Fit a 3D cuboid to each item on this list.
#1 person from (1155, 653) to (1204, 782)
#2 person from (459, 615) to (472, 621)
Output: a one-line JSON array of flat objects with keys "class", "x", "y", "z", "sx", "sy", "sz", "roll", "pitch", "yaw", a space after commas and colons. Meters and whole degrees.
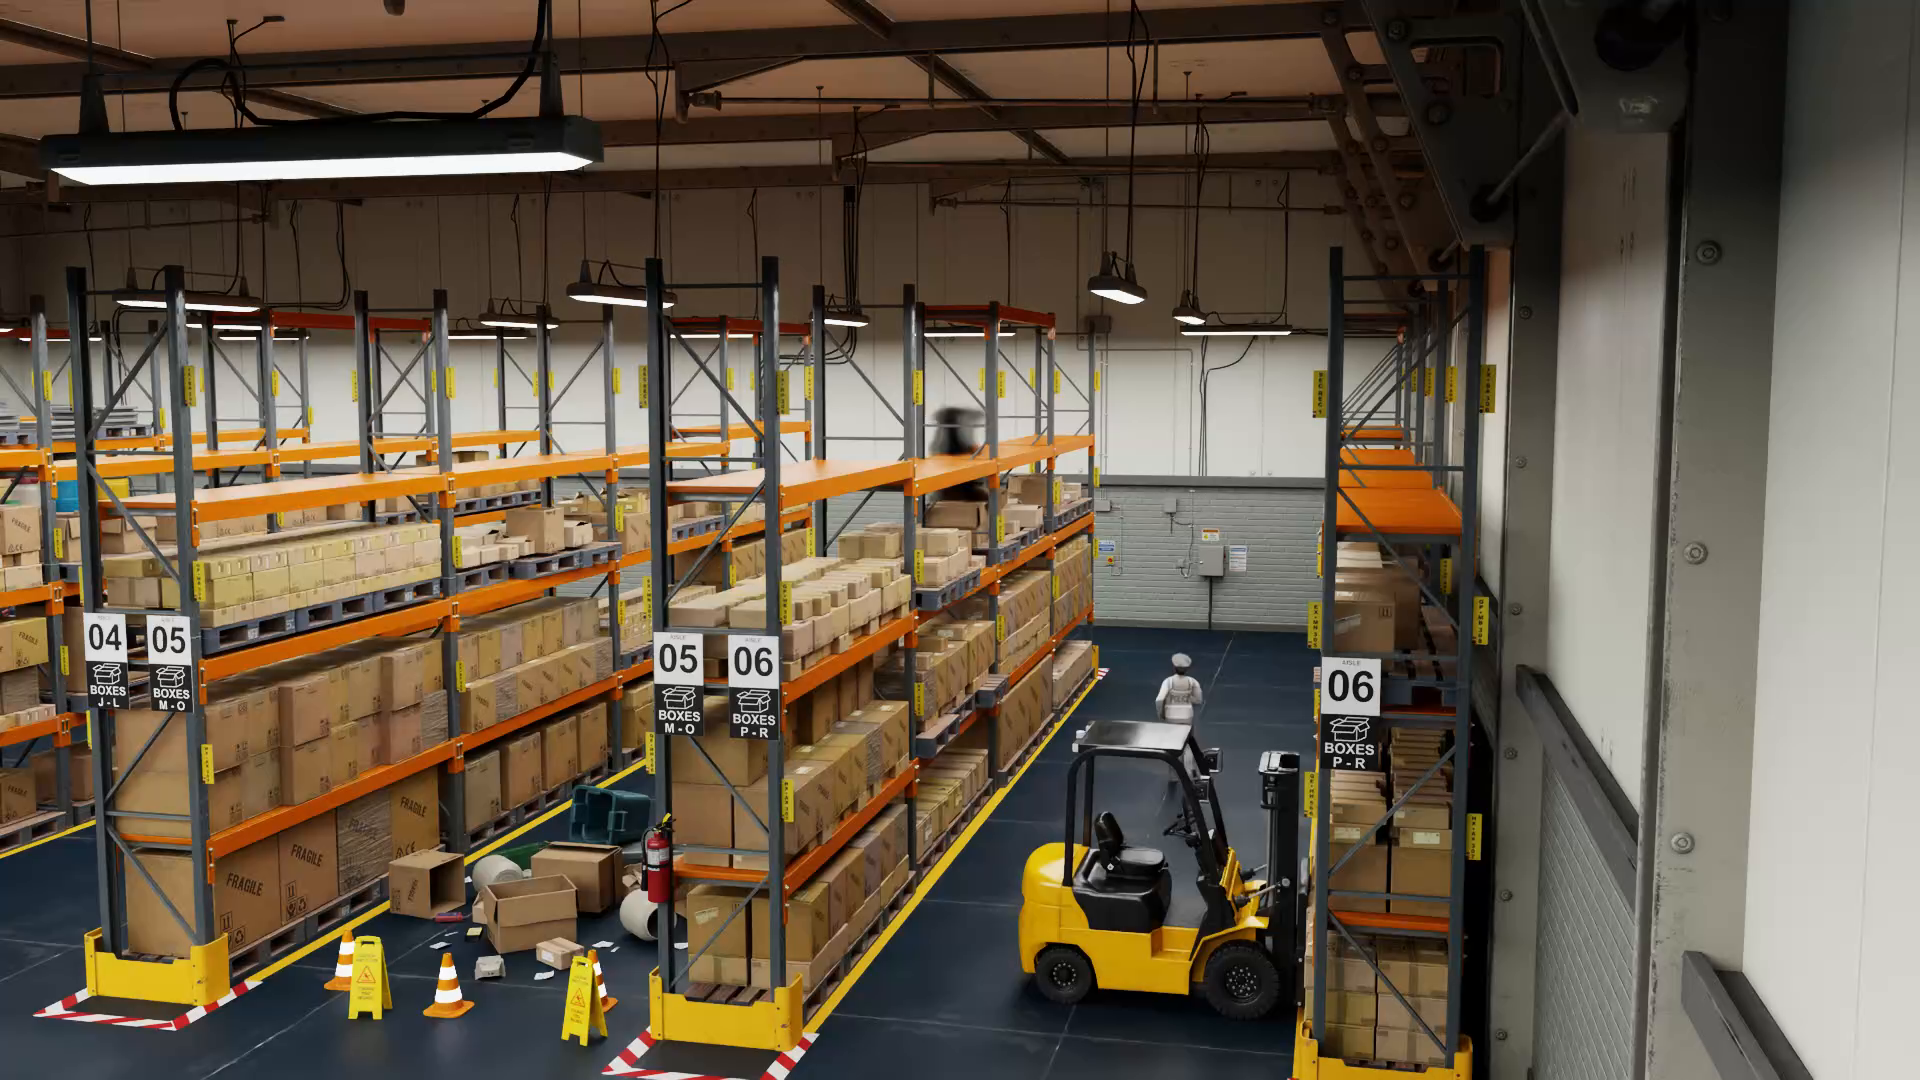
[{"class": "person", "x": 2.725, "y": 2.235, "z": 20.679, "sx": 0.614, "sy": 1.666, "sz": 0.870, "roll": 0, "pitch": 6, "yaw": 3}, {"class": "person", "x": -7.379, "y": 1.855, "z": 25.284, "sx": 0.615, "sy": 1.518, "sz": 0.846, "roll": -1, "pitch": 6, "yaw": -5}]
